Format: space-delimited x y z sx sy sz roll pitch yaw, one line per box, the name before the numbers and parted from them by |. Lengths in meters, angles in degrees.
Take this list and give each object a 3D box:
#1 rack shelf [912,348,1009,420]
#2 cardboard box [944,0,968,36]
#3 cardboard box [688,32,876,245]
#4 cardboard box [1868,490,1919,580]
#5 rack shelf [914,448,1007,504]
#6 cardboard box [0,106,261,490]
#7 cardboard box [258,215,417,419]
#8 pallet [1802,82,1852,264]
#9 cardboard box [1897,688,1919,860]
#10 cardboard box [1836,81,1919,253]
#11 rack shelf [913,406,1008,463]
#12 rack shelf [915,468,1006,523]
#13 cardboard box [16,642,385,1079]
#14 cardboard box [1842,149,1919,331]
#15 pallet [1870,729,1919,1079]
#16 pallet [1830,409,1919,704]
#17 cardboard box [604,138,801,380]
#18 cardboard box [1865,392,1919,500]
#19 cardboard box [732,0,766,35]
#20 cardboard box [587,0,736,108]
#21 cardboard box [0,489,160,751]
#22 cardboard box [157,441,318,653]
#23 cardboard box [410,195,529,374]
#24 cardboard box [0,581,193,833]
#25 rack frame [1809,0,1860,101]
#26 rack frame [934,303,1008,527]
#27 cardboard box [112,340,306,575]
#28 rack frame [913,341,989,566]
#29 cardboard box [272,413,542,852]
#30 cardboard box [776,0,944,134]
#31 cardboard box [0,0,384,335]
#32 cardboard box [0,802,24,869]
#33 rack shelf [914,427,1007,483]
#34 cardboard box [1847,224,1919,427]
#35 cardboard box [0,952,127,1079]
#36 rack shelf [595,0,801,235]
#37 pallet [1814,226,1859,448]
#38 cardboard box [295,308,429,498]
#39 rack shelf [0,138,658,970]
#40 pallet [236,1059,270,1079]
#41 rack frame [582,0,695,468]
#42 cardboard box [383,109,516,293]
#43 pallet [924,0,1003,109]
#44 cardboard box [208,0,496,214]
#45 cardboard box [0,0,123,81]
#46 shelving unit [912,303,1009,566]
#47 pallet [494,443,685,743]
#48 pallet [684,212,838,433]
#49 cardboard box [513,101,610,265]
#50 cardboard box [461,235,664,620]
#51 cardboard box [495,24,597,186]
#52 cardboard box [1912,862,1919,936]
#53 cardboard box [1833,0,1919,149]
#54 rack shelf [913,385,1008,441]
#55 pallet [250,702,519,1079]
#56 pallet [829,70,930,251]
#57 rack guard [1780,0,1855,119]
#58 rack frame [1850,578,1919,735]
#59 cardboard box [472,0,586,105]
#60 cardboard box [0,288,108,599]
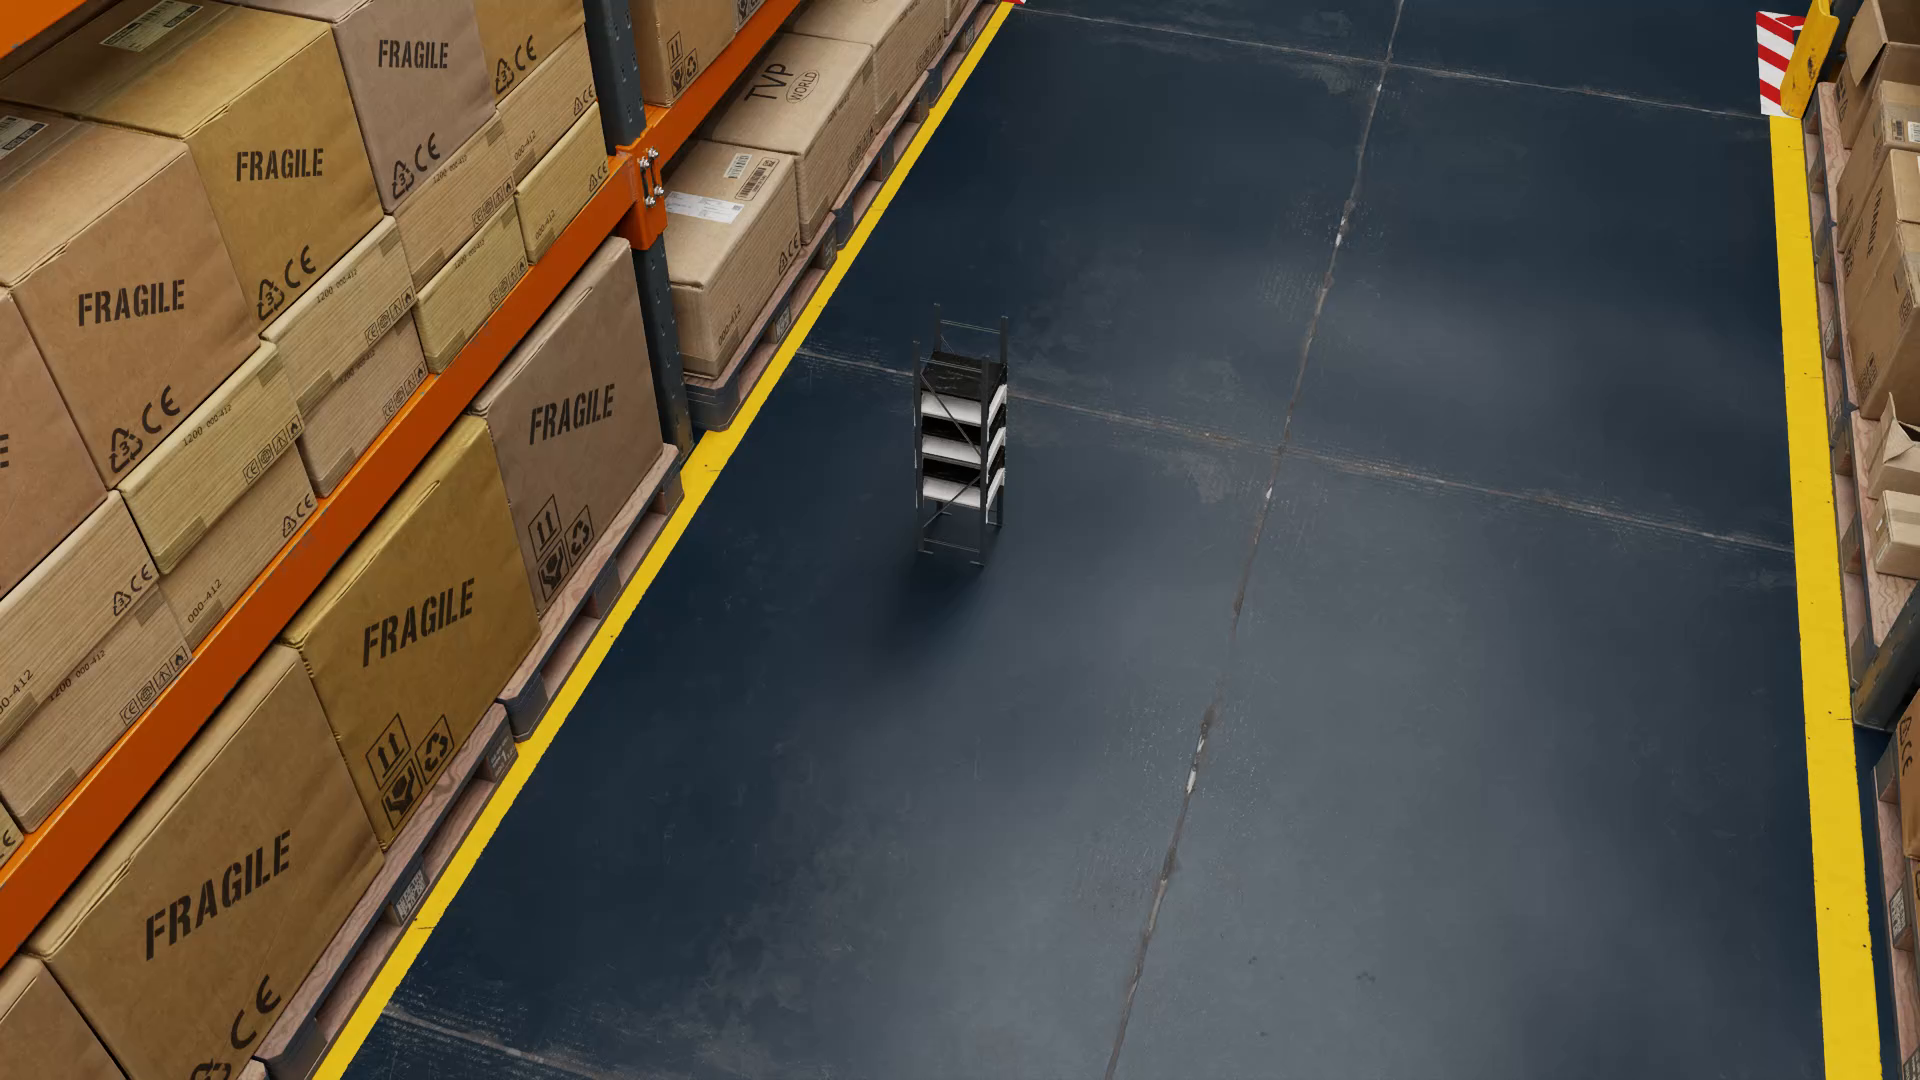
rack shelf | 0.002 -0.496 5.275 0.258 0.077 0.200 13 46 12
cardboard box | -0.360 -2.918 8.119 0.875 0.438 0.875 11 45 11
cardboard box | -0.904 -1.706 6.880 0.875 0.438 0.875 11 45 11
cardboard box | 3.154 0.005 5.338 0.380 0.149 0.250 11 45 11
rack shelf | 0.002 -0.239 5.527 0.258 0.077 0.200 13 46 12
cardboard box | -1.827 -0.492 3.322 0.500 0.500 0.500 13 46 13
cardboard box | -1.664 -0.577 3.945 0.500 0.250 0.500 14 46 13
pallet | 4.213 -1.517 7.150 1.003 0.211 1.213 13 46 13
cardboard box | 2.904 0.588 4.491 0.500 0.500 0.500 14 46 14
cardboard box | 3.905 -1.404 6.527 0.700 0.500 0.500 14 46 14
rack shelf | 0.002 -0.368 5.401 0.258 0.077 0.200 13 46 12
rack shelf | 0.002 -0.175 5.590 0.258 0.077 0.200 13 46 12
cardboard box | -2.115 0.760 4.047 0.875 0.875 0.875 13 46 13
cardboard box | 3.650 -1.072 6.188 0.500 0.500 0.500 13 46 13
pallet | 3.055 1.117 4.458 1.003 0.211 1.213 13 46 13
pallet | 3.474 0.109 5.487 1.003 0.211 1.213 13 46 13
cardboard box | -1.174 -1.109 6.270 0.875 0.438 0.875 12 46 12
cardboard box | 3.262 -0.274 5.540 0.396 0.266 0.258 14 46 14
cardboard box | -0.919 -2.106 5.686 0.500 0.500 0.500 13 46 13
cardboard box | -1.075 -1.772 5.344 0.500 0.500 0.500 14 46 14
cardboard box | -1.969 0.103 3.250 0.500 0.250 0.500 12 46 12
cardboard box | -1.841 -0.056 3.770 0.500 0.250 0.500 13 46 13
cardboard box | -1.517 -0.733 4.462 0.500 0.250 0.500 12 46 12
cardboard box | -1.987 0.274 3.433 0.500 0.250 0.500 14 46 14
rack frame | 4.477 -3.096 6.769 1.000 3.000 0.127 13 46 13
rack frame | 0.033 -0.395 5.510 0.240 0.900 0.006 13 46 12
cardboard box | -1.803 -0.232 3.592 0.500 0.250 0.500 13 46 13
rack frame | -0.028 -0.259 5.372 0.240 0.900 0.006 13 46 12
cardboard box | -1.844 0.165 4.656 0.875 0.875 0.875 14 46 14
cardboard box | -0.629 -2.306 7.494 0.875 0.438 0.875 14 46 14
cardboard box | -1.684 -0.841 3.678 0.500 0.500 0.500 14 46 14
cardboard box | -2.151 0.622 3.077 0.500 0.250 0.500 11 46 11
rack shelf | 0.002 -0.303 5.464 0.258 0.077 0.200 13 46 12
cardboard box | 3.591 -0.712 5.819 0.700 0.500 0.500 11 45 11
cardboard box | -2.390 1.354 3.440 0.875 0.875 0.875 12 46 12
rack shelf | -0.861 -2.555 6.730 1.077 0.370 4.000 13 46 13
pallet | 3.842 -0.706 6.321 1.003 0.211 1.213 13 46 13
cardboard box | -1.688 -0.401 4.122 0.500 0.250 0.500 11 46 11
rack shelf | -2.072 0.112 4.006 1.077 0.370 4.000 13 46 13
pallet | -2.367 1.675 3.888 1.003 0.211 1.213 13 46 13
rack frame | -1.467 -1.479 5.116 1.000 3.000 0.127 13 46 13
cardboard box | -1.513 -0.924 4.299 0.500 0.250 0.500 14 46 13
pallet | -0.423 -2.599 8.255 1.003 0.211 1.213 13 46 13
cardboard box | -1.512 -1.174 4.019 0.500 0.500 0.500 13 46 13
cardboard box | -2.156 -0.961 3.801 0.500 0.500 0.500 11 46 12
shelving unit | 0.002 -0.327 5.441 0.258 0.900 0.210 13 46 12
pallet | -1.628 0.048 5.550 1.003 0.211 1.213 13 46 13
pallet | -1.162 -0.972 6.593 1.003 0.211 1.213 13 46 13
cardboard box | -1.362 -1.073 4.809 0.500 0.250 0.500 12 46 12
cardboard box | -1.578 -0.439 5.273 0.875 0.875 0.875 14 46 14
cardboard box | -1.368 -1.258 4.641 0.500 0.250 0.500 12 46 12
cardboard box | 2.752 0.945 4.126 0.500 0.500 0.500 12 46 12
cardboard box | 4.201 -1.966 7.099 0.797 0.503 0.637 11 45 11
rack shelf | 0.002 -0.432 5.338 0.258 0.077 0.200 13 46 12
pallet | -1.996 0.864 4.716 1.003 0.211 1.213 13 46 13
pallet | -0.794 -1.788 7.426 1.003 0.211 1.213 13 46 12
rack guard | 4.454 -2.152 7.592 1.175 0.500 0.348 13 46 13
rack frame | 3.265 -0.430 4.045 1.000 3.000 0.127 13 46 13
cardboard box | -1.363 -1.521 4.373 0.500 0.500 0.500 14 46 14
cardboard box | -1.983 -0.157 2.979 0.500 0.500 0.500 14 46 14
